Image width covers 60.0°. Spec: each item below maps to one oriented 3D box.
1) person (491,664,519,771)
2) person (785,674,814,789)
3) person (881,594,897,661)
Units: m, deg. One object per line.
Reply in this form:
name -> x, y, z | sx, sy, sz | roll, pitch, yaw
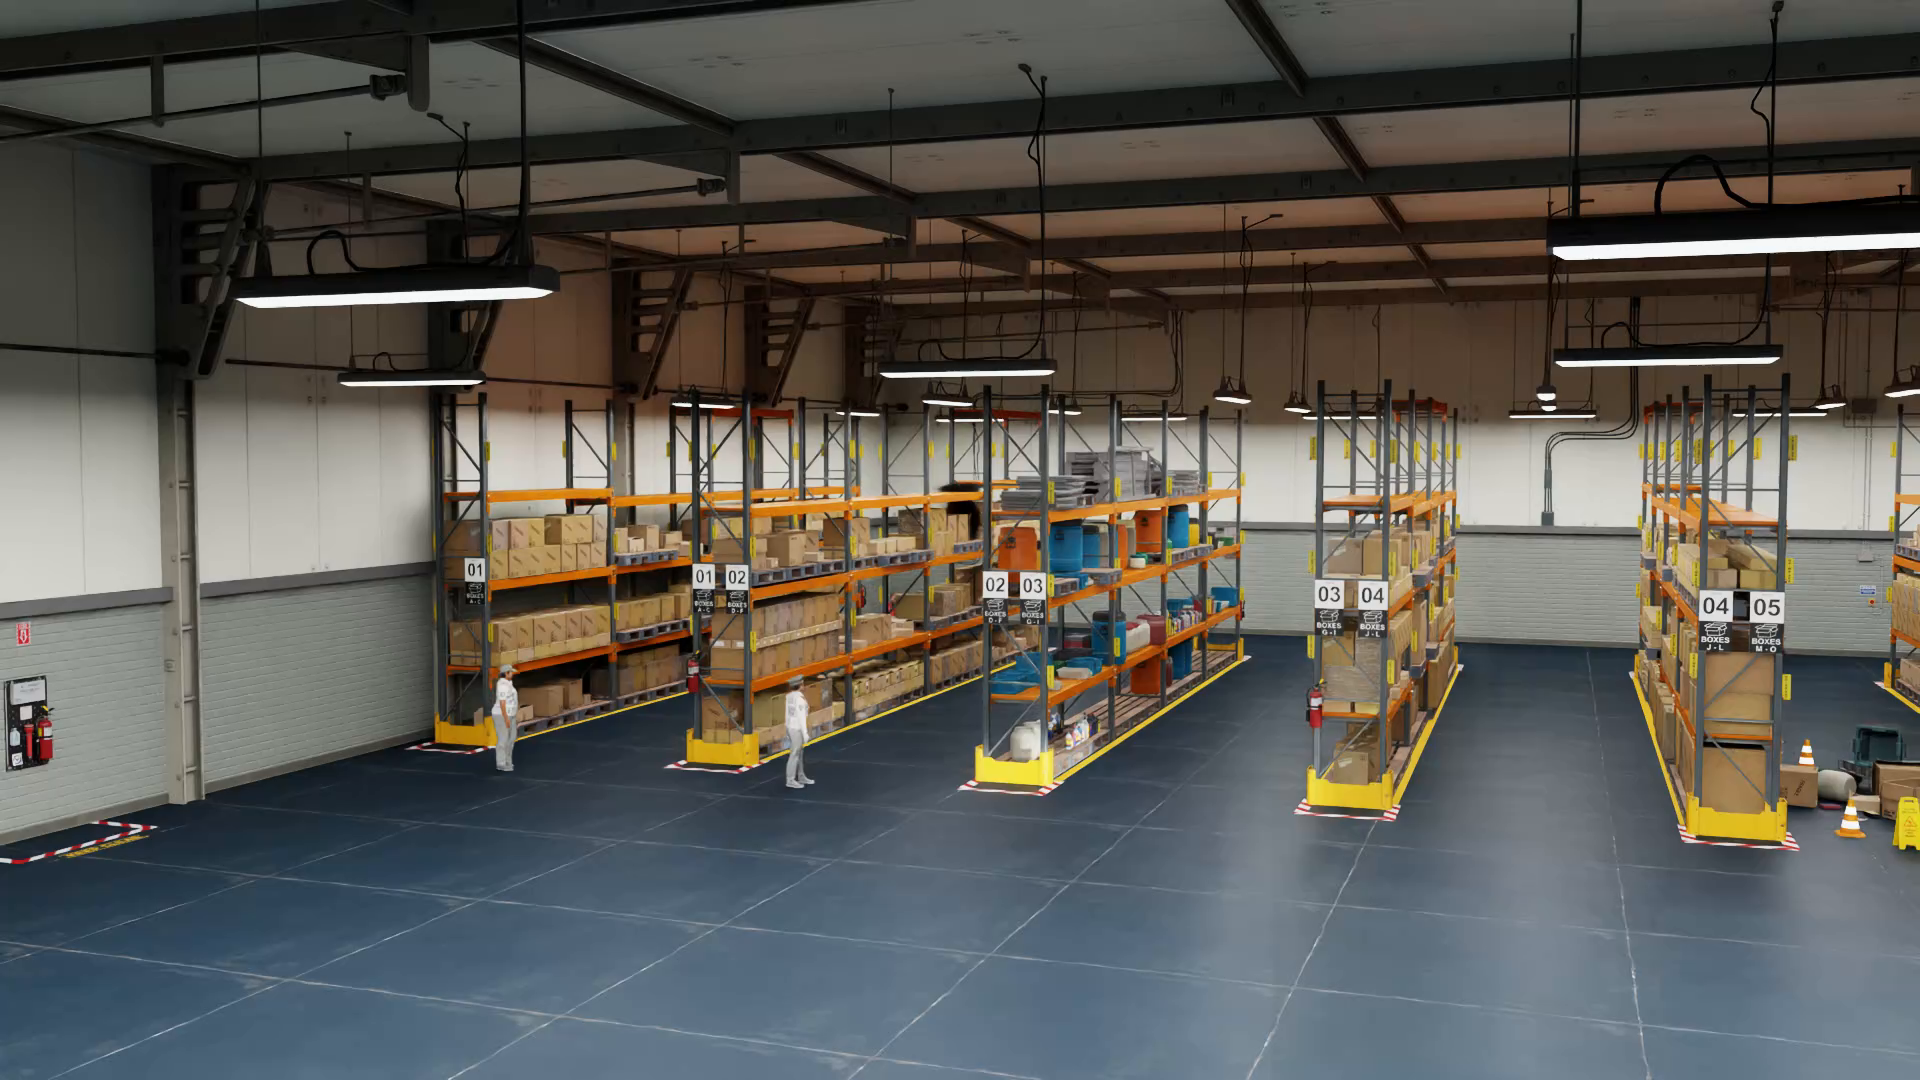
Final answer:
person -> -7.161, 2.823, 26.179 | 0.404, 1.748, 0.560 | 0, 3, 0
person -> -2.366, 2.848, 24.834 | 0.487, 1.690, 0.549 | -1, 3, -19
person -> -1.559, 2.130, 38.094 | 0.604, 1.779, 0.666 | 0, 3, 7
